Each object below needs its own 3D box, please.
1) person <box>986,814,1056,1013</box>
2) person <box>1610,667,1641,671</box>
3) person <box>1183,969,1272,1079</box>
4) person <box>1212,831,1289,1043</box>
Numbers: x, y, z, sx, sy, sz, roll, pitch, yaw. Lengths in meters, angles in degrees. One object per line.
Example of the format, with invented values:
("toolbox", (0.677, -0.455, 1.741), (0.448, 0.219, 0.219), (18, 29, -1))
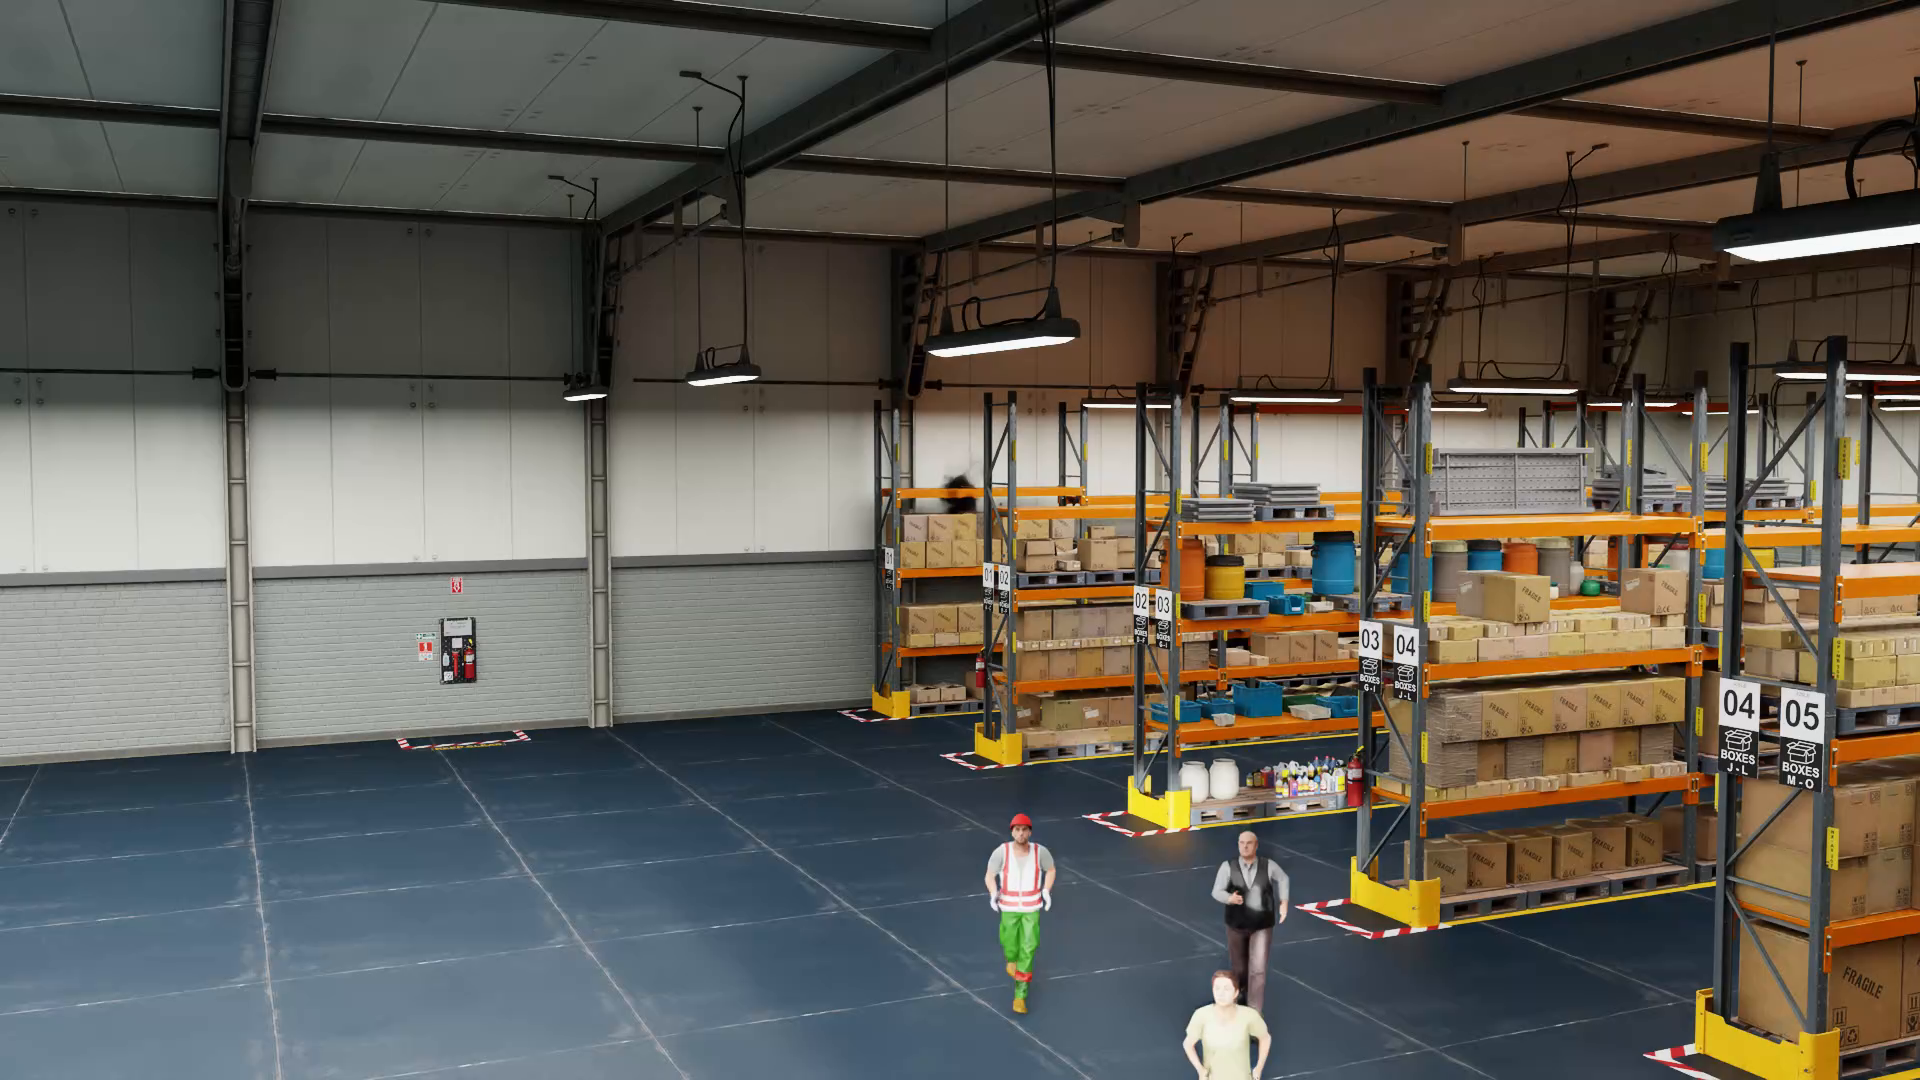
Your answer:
("person", (0.565, 3.399, 15.375), (0.655, 1.762, 0.823), (0, 3, 1))
("person", (12.015, 2.563, 30.048), (0.653, 1.716, 0.689), (-2, 4, -32))
("person", (1.800, 3.698, 11.220), (0.587, 1.662, 0.820), (1, 3, 11))
("person", (2.550, 3.428, 14.676), (0.665, 1.692, 1.025), (1, 3, 15))
